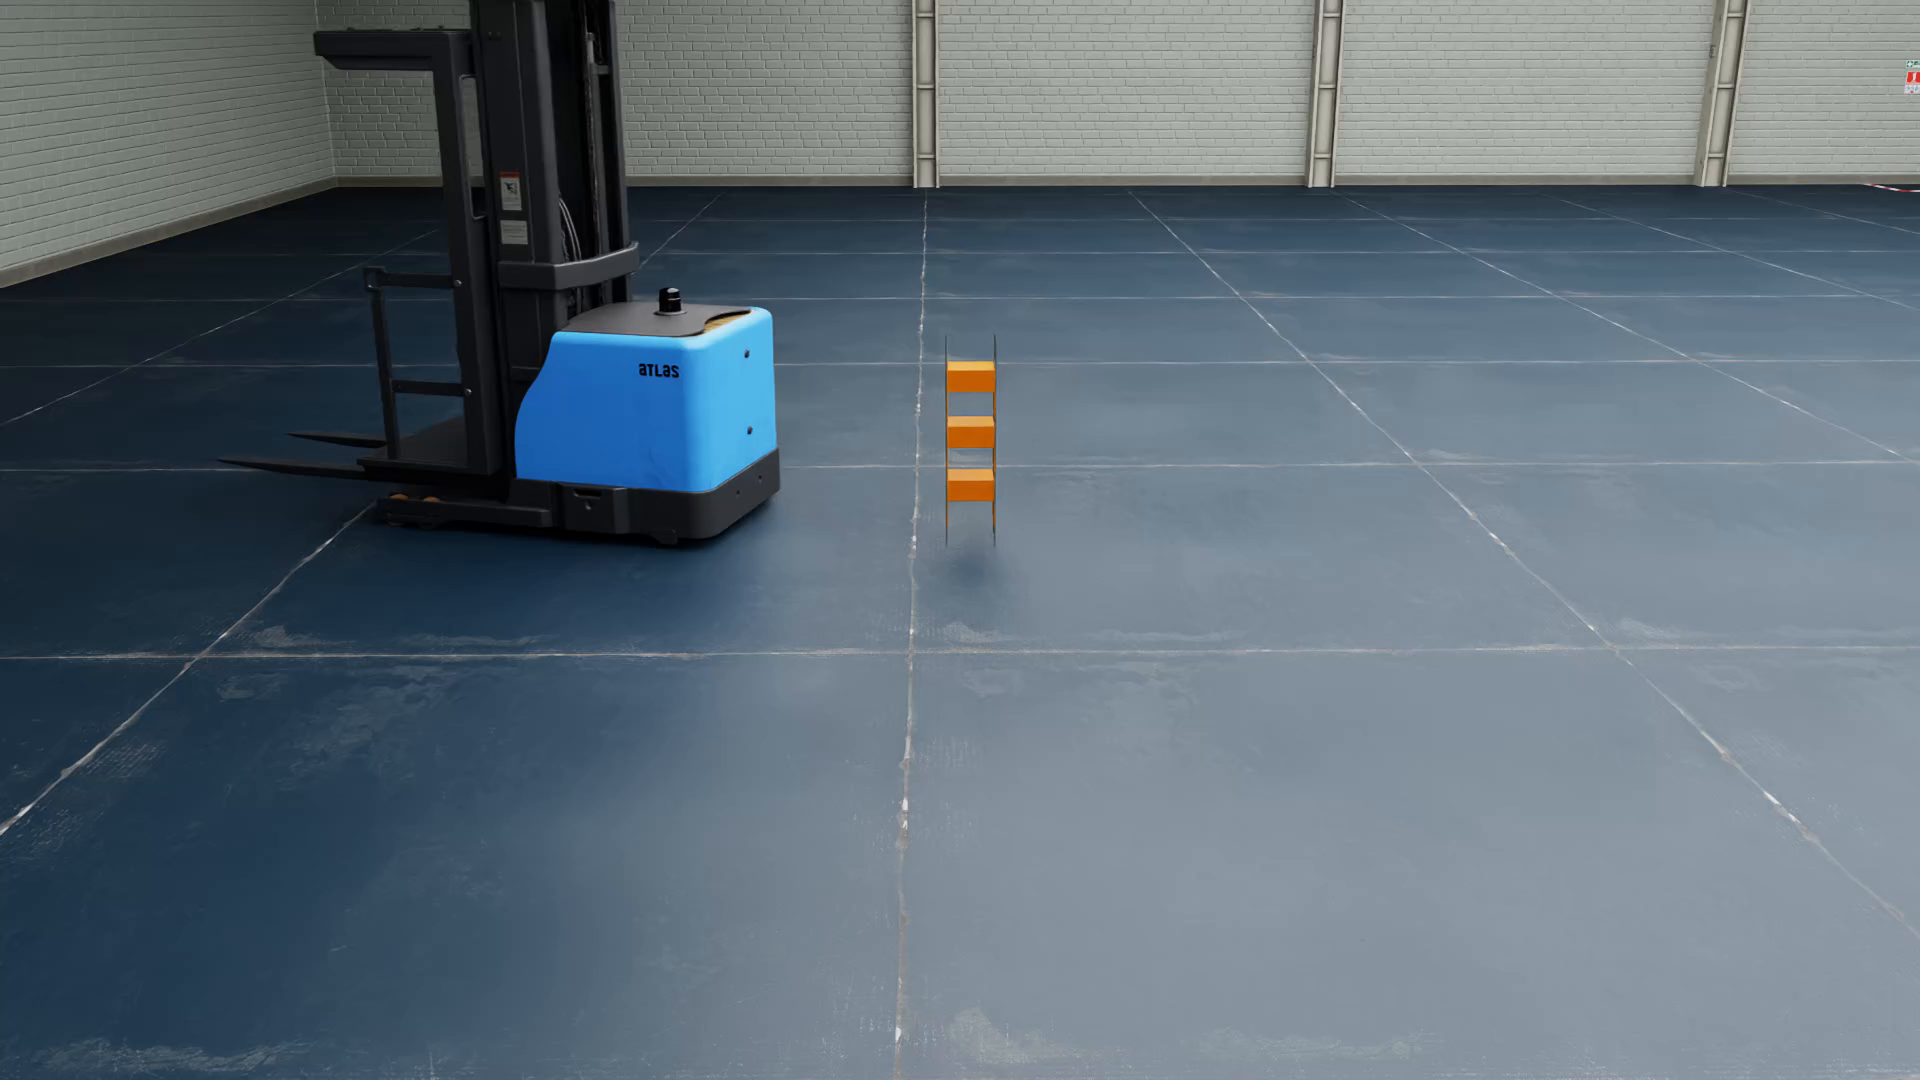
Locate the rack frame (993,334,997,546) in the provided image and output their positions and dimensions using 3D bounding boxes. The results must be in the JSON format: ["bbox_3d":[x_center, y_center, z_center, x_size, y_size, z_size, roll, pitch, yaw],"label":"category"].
[{"bbox_3d":[0.175,-0.501,8.390,0.008,1.050,0.200,0,18,-1],"label":"rack frame"}]

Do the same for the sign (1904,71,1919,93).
[{"bbox_3d":[14.461,-6.942,25.219,0.234,0.329,0.001,0,18,-1],"label":"sign"}]

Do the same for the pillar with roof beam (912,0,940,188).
[{"bbox_3d":[-0.443,-8.351,19.849,0.400,9.000,9.100,0,18,-1],"label":"pillar with roof beam"}]

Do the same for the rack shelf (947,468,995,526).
[{"bbox_3d":[0.054,-0.225,8.476,0.240,0.259,0.215,0,18,-1],"label":"rack shelf"}]

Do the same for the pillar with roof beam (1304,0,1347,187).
[{"bbox_3d":[5.556,-8.380,19.940,0.400,9.000,9.100,0,18,-1],"label":"pillar with roof beam"}]

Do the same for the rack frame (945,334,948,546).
[{"bbox_3d":[-0.068,-0.500,8.386,0.008,1.050,0.200,0,18,-1],"label":"rack frame"}]

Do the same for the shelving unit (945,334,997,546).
[{"bbox_3d":[0.054,-0.500,8.388,0.252,1.050,0.215,0,18,-1],"label":"shelving unit"}]

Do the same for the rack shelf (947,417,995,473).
[{"bbox_3d":[0.054,-0.490,8.391,0.240,0.259,0.215,0,18,-1],"label":"rack shelf"}]

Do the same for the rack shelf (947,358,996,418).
[{"bbox_3d":[0.054,-0.760,8.305,0.240,0.259,0.215,0,18,-1],"label":"rack shelf"}]

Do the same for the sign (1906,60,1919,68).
[{"bbox_3d":[14.466,-7.192,25.129,0.331,0.109,0.001,0,18,-1],"label":"sign"}]

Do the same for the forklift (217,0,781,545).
[{"bbox_3d":[-2.568,-1.603,8.745,3.031,2.935,1.130,5,18,15],"label":"forklift"}]

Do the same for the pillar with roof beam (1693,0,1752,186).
[{"bbox_3d":[11.556,-8.409,20.030,0.400,9.000,9.100,0,18,-1],"label":"pillar with roof beam"}]
